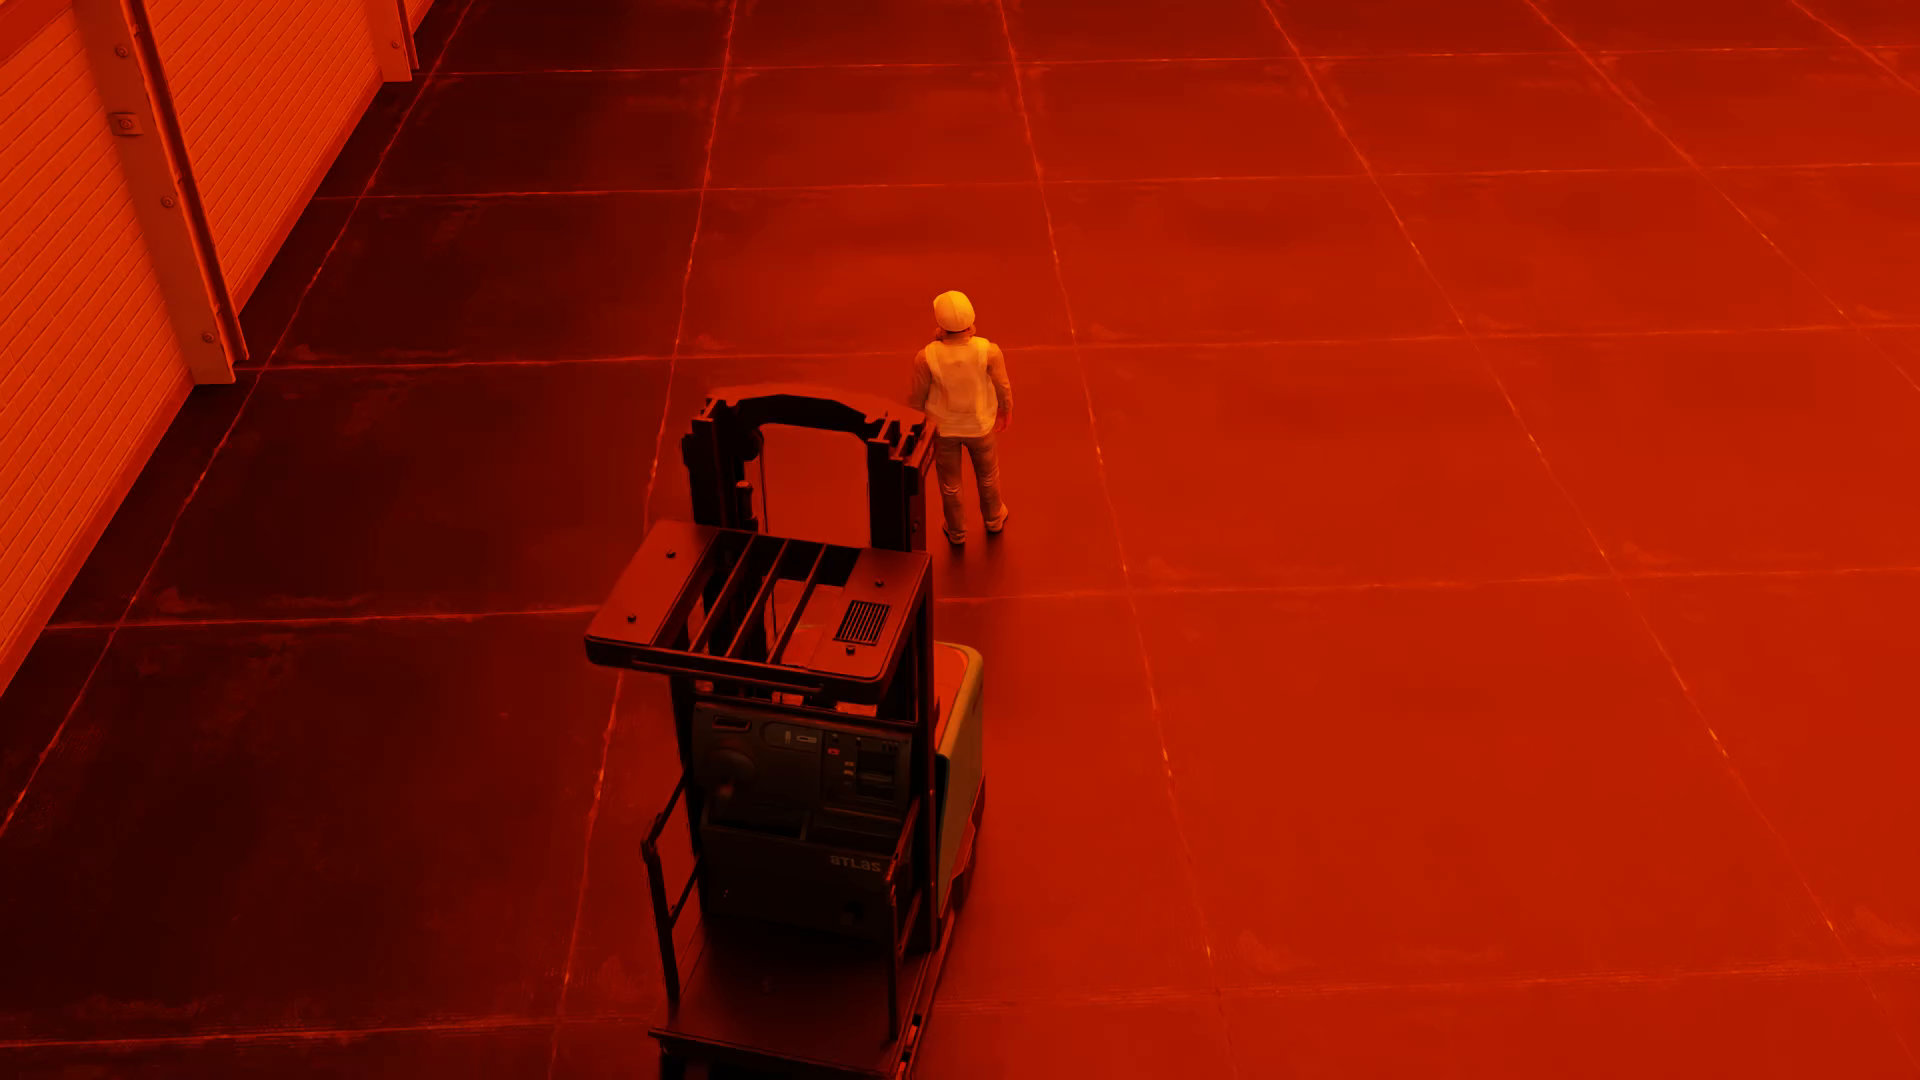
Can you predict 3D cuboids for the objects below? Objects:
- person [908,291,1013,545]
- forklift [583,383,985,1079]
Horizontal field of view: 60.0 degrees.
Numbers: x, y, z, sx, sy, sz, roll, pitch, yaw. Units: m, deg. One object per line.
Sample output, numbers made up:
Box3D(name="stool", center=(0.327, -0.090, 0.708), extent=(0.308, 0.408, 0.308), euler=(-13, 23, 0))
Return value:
Box3D(name="person", center=(0.004, -0.760, 10.024), extent=(0.634, 1.775, 0.566), euler=(-2, 36, -2))
Box3D(name="forklift", center=(-0.698, 0.980, 6.666), extent=(1.130, 2.935, 3.031), euler=(8, 37, 10))
